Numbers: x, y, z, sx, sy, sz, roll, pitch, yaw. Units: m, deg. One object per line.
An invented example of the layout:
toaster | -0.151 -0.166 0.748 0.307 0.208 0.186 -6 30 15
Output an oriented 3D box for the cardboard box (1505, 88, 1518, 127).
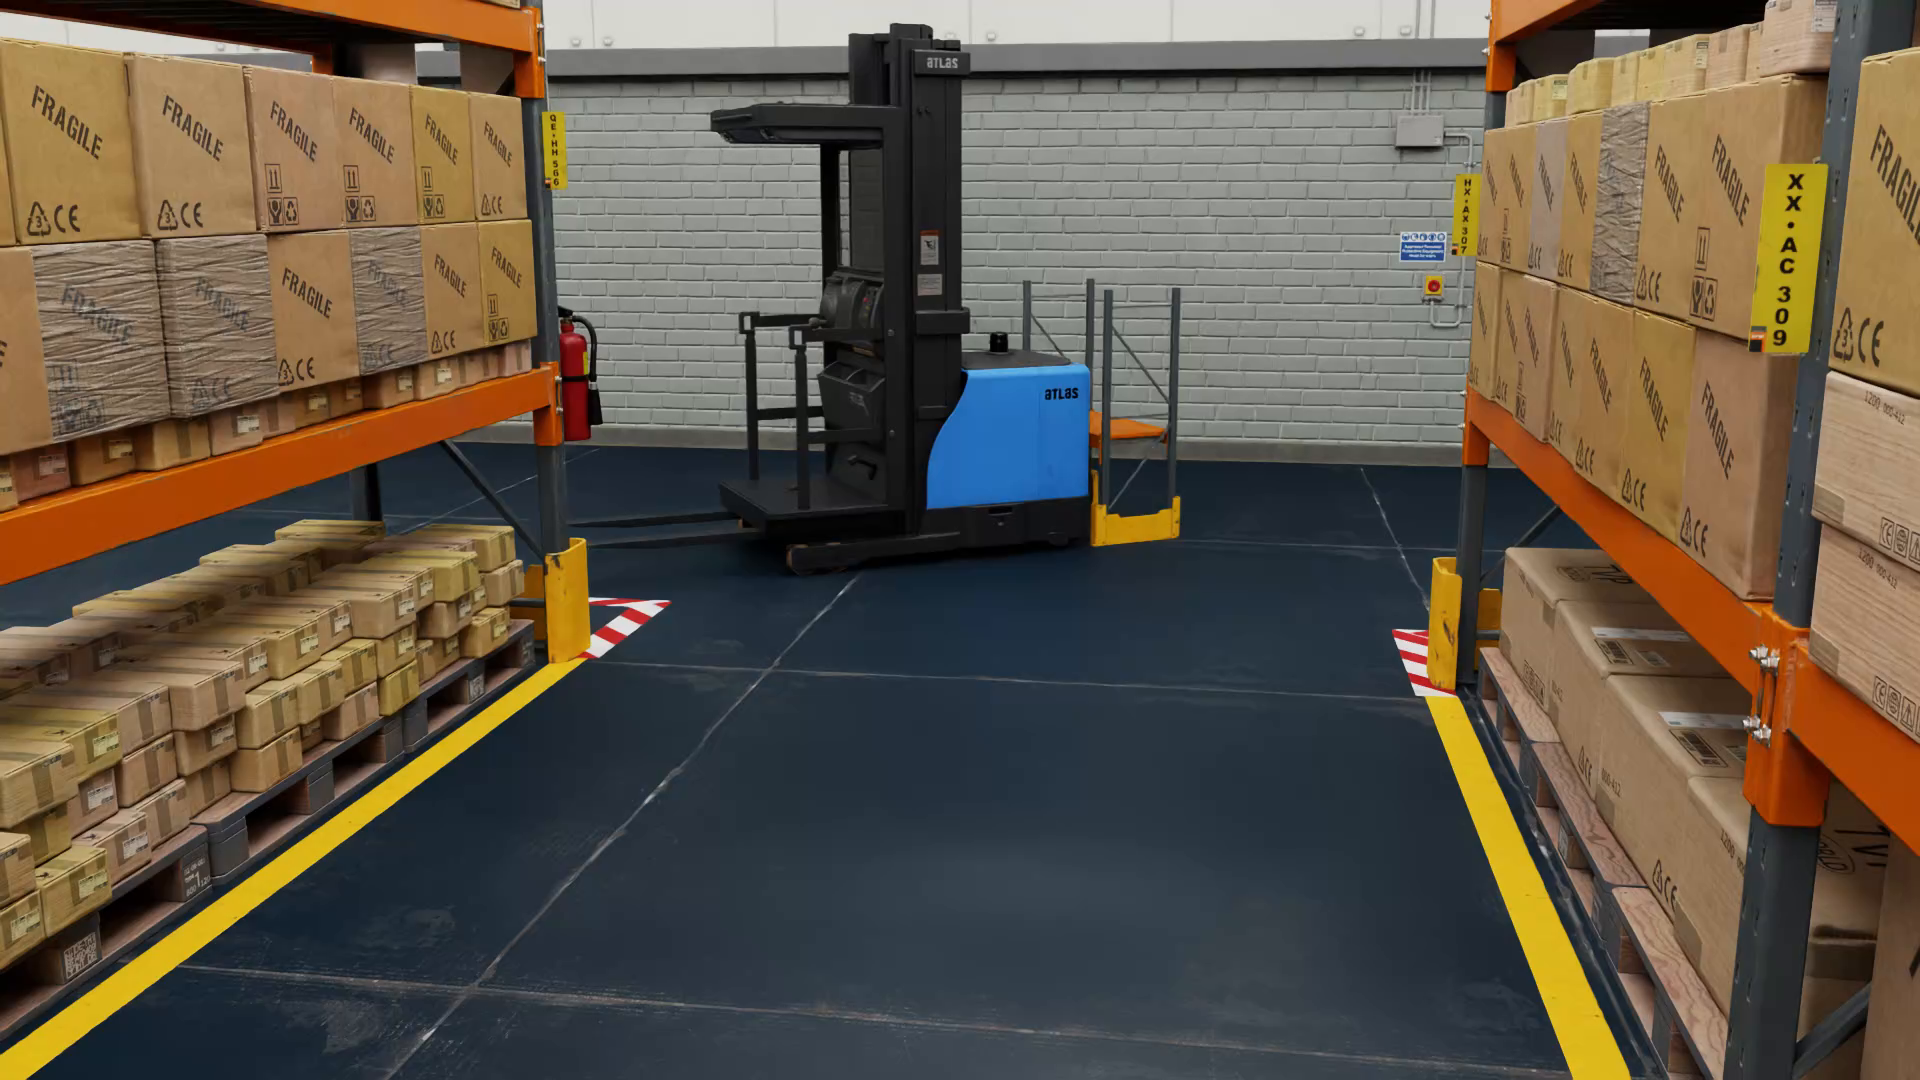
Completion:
cardboard box | 2.284 -1.634 6.307 0.380 0.149 0.250 2 12 10

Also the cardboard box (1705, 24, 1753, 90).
cardboard box | 1.947 -1.097 3.815 0.380 0.149 0.250 2 12 8

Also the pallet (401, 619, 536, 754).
pallet | -2.466 0.563 6.880 1.003 0.211 1.213 2 12 9

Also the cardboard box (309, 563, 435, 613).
cardboard box | -2.237 0.192 6.339 0.380 0.149 0.250 1 12 6

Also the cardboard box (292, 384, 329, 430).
cardboard box | -2.375 -0.463 5.618 0.380 0.149 0.250 2 12 10

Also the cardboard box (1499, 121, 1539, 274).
cardboard box | 2.185 -1.184 5.756 0.500 0.500 0.500 2 12 7

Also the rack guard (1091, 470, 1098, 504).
rack guard | 0.630 -0.308 10.828 0.587 0.250 0.087 -6 13 -24

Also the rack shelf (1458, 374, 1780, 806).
rack shelf | 2.305 -0.077 4.936 1.077 0.370 4.000 2 12 9

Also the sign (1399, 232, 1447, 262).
sign | 3.418 -2.166 12.280 0.327 0.218 0.001 2 12 9

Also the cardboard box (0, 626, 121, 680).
cardboard box | -2.984 0.390 5.422 0.380 0.149 0.250 1 12 7

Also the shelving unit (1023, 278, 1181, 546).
shelving unit | 0.840 -0.824 10.256 0.587 1.500 1.083 -6 13 -24

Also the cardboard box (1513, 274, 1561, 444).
cardboard box | 2.109 -0.591 5.380 0.500 0.500 0.500 2 12 8

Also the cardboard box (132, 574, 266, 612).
cardboard box | -2.808 0.233 6.150 0.380 0.149 0.250 2 12 11

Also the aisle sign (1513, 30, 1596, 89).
aisle sign | 2.337 -2.140 6.632 0.394 0.787 0.004 2 12 9

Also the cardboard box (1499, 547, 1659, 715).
cardboard box | 2.610 0.343 6.366 0.875 0.438 0.875 1 12 7

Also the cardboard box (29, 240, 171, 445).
cardboard box | -2.515 -0.544 4.453 0.500 0.500 0.500 2 12 9

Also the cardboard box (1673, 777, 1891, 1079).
cardboard box | 2.200 0.908 3.745 0.875 0.438 0.875 2 12 8

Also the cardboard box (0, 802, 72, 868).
cardboard box | -2.587 0.771 4.360 0.380 0.149 0.250 2 12 9

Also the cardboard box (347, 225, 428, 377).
cardboard box | -2.262 -0.863 5.936 0.500 0.500 0.500 2 12 9

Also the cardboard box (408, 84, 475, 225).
cardboard box | -2.197 -1.458 6.323 0.500 0.500 0.500 1 12 7

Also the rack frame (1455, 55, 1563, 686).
rack frame | 2.613 -0.845 6.792 1.000 3.000 0.127 2 12 9

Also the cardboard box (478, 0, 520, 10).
cardboard box | -2.103 -2.274 6.660 0.500 0.250 0.500 2 12 7

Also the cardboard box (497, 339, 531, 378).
cardboard box | -2.065 -0.784 7.108 0.380 0.149 0.250 2 12 9

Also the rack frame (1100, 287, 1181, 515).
rack frame | 1.060 -0.725 9.797 0.500 1.500 0.032 -6 13 -24

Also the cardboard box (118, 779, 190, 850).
cardboard box | -2.518 0.808 4.892 0.380 0.149 0.250 2 12 7

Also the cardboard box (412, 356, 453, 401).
cardboard box | -2.180 -0.627 6.379 0.380 0.149 0.250 2 12 10

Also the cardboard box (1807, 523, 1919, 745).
cardboard box | 1.669 0.144 2.559 0.500 0.250 0.500 2 12 7

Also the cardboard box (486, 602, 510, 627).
cardboard box | -2.169 0.321 7.155 0.380 0.149 0.250 2 12 10

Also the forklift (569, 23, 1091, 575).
forklift | -0.798 -1.366 9.375 3.031 2.935 1.130 -5 13 -22

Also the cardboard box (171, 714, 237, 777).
cardboard box | -2.475 0.607 5.123 0.380 0.149 0.250 2 12 11

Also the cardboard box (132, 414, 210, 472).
cardboard box | -2.436 -0.297 4.848 0.380 0.149 0.250 2 12 10

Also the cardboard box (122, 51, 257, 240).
cardboard box | -2.426 -1.133 4.812 0.500 0.500 0.500 2 12 10

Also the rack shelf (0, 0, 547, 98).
rack shelf | -2.602 -1.682 5.267 1.077 0.370 4.000 2 12 9

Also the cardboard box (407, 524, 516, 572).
cardboard box | -2.125 0.032 7.083 0.380 0.149 0.250 2 12 9

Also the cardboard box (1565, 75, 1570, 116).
cardboard box | 2.150 -1.415 5.291 0.380 0.149 0.250 2 12 9

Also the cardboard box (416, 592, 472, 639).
cardboard box | -2.172 0.286 6.609 0.380 0.149 0.250 1 12 6

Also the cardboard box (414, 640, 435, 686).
cardboard box | -2.259 0.482 6.409 0.380 0.149 0.250 2 12 9

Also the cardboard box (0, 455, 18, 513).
cardboard box | -2.576 -0.133 4.087 0.380 0.149 0.250 2 12 10

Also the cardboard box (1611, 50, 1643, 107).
cardboard box | 2.012 -1.257 4.555 0.380 0.149 0.250 2 12 9

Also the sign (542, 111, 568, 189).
sign | -1.749 -1.682 7.181 0.100 0.325 0.005 2 12 9

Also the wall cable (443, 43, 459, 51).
wall cable | -2.904 -6.736 12.255 2.277 5.999 0.120 2 12 9

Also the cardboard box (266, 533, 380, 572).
cardboard box | -2.634 0.073 6.893 0.380 0.149 0.250 2 12 10

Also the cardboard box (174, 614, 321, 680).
cardboard box | -2.386 0.357 5.576 0.380 0.149 0.250 2 12 9

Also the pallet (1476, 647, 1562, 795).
pallet | 2.567 0.688 6.302 1.003 0.211 1.213 2 12 9

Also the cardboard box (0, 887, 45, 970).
cardboard box | -2.536 0.972 4.135 0.380 0.149 0.250 1 12 6

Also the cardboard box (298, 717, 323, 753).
cardboard box | -2.412 0.643 5.659 0.380 0.149 0.250 2 12 10

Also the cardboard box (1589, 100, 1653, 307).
cardboard box | 1.952 -0.868 4.292 0.500 0.500 0.500 2 12 9

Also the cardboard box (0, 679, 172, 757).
cardboard box | -2.543 0.517 4.834 0.380 0.149 0.250 2 12 7

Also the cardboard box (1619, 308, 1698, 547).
cardboard box | 1.890 -0.273 3.902 0.500 0.500 0.500 2 12 7

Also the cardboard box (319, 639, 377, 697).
cardboard box | -2.296 0.447 5.862 0.380 0.149 0.250 3 12 11
